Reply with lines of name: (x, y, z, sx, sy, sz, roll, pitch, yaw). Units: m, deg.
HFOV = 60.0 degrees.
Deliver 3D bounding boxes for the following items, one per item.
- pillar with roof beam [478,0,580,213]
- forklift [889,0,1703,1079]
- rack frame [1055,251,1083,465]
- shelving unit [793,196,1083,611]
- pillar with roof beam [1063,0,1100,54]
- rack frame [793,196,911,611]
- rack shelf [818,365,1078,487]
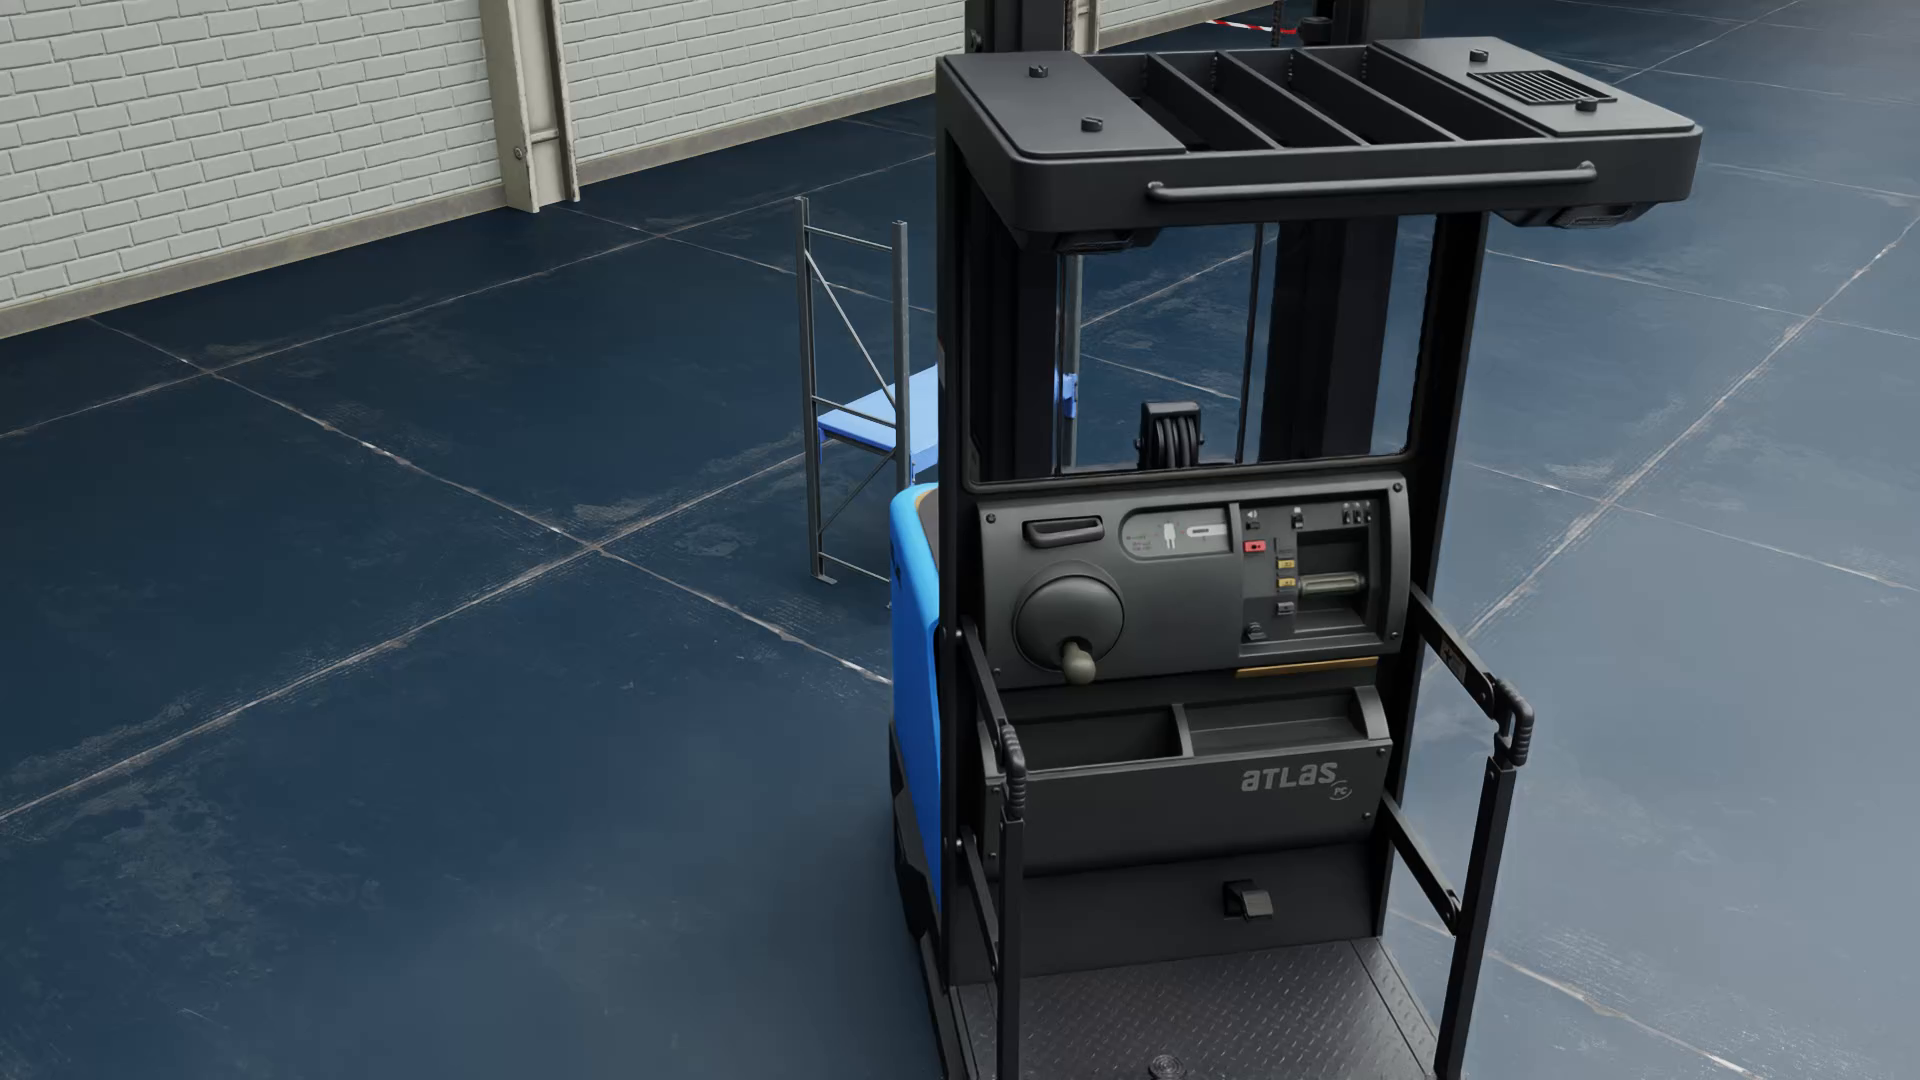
pillar with roof beam: (0.533, -4.994, 6.610, 9.100, 9.000, 0.400, 21, 34, 34)
forklift: (0.540, 0.123, 3.323, 1.130, 2.935, 3.031, -4, 28, -9)
rack frame: (0.269, -0.816, 6.695, 0.500, 1.500, 0.032, 21, 34, 34)
shelving unit: (-0.054, -0.636, 6.347, 0.538, 1.500, 1.048, 21, 34, 34)
pillar with roof beam: (4.350, -7.121, 10.722, 9.100, 9.000, 0.400, 21, 34, 34)
rack frame: (-0.378, -0.456, 5.999, 0.500, 1.500, 0.032, 21, 34, 34)
rack shelf: (-0.054, -0.476, 6.430, 0.538, 0.185, 1.000, 21, 34, 34)
